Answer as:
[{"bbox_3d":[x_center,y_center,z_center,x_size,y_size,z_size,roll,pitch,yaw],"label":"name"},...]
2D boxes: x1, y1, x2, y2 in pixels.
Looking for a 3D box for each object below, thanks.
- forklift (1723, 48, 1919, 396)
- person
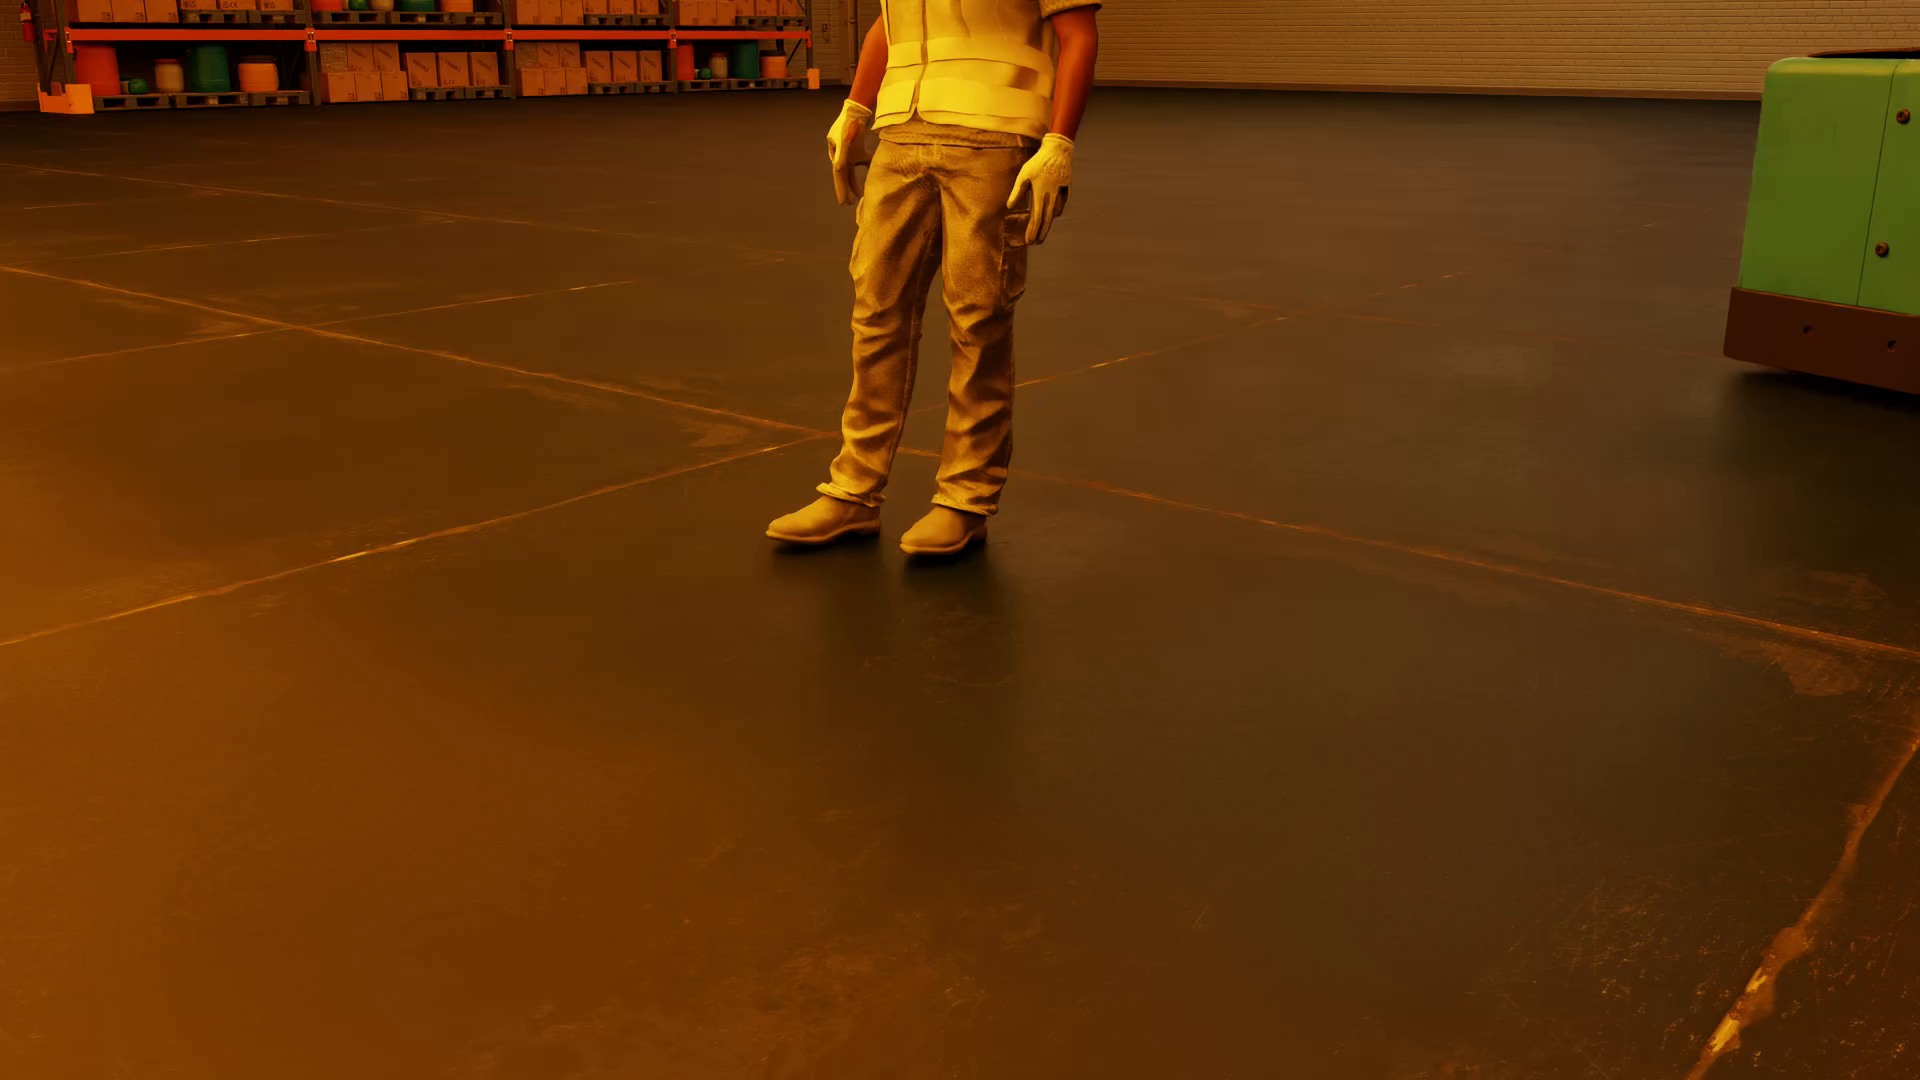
[{"bbox_3d":[4.227,-2.044,5.630,3.031,2.935,1.130,-8,19,-25],"label":"forklift"},{"bbox_3d":[-0.053,-0.846,3.634,0.656,1.782,0.577,13,21,37],"label":"person"}]
